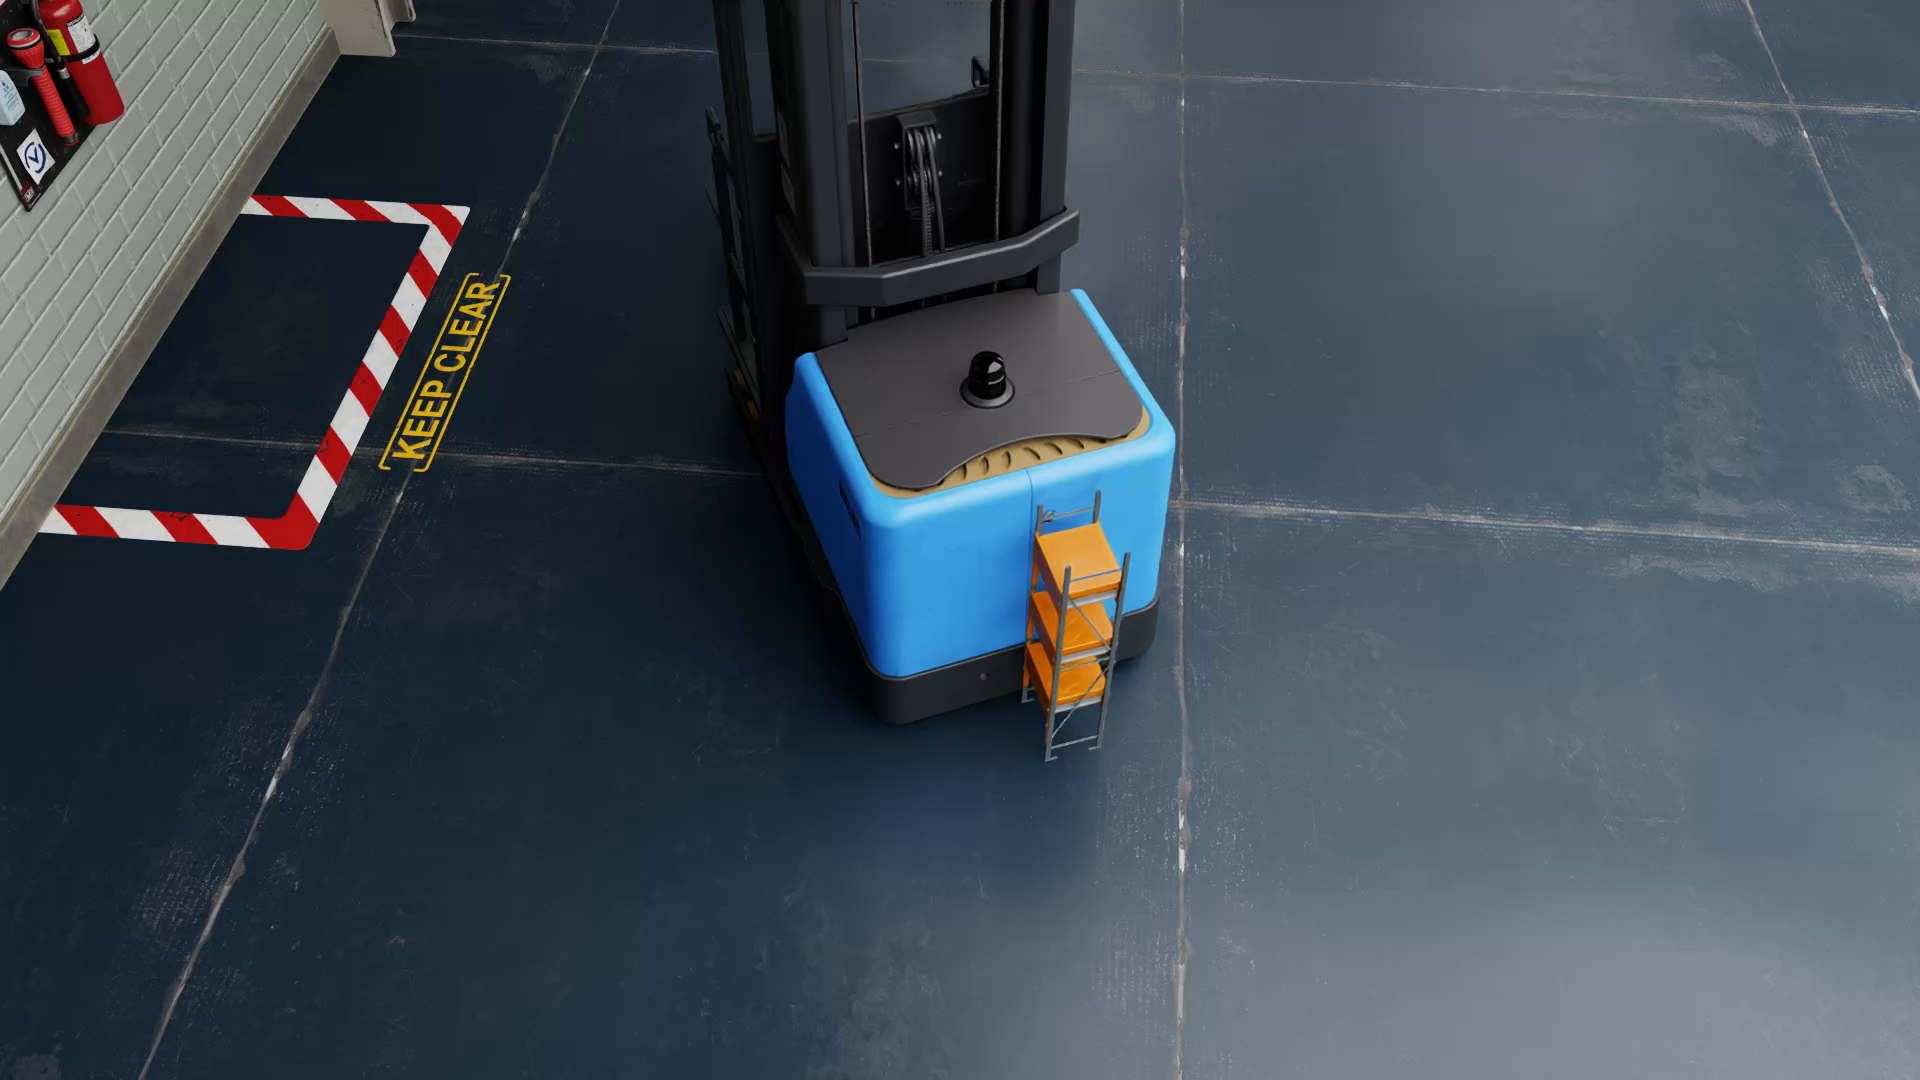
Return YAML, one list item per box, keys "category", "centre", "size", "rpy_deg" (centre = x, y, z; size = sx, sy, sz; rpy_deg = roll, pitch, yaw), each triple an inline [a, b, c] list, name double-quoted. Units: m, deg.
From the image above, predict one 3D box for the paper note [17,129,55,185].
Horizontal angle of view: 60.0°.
- category: "paper note"
  centre: [-3.390, -1.408, 6.102]
  size: [0.016, 0.148, 0.142]
  rpy_deg: [4, 48, 4]

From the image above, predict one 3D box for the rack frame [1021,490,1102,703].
- category: "rack frame"
  centre: [0.316, 0.206, 5.331]
  size: [0.200, 1.050, 0.008]
  rpy_deg: [-13, 52, -11]

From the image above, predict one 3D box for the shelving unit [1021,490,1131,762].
- category: "shelving unit"
  centre: [0.352, 0.297, 5.258]
  size: [0.215, 1.050, 0.252]
  rpy_deg: [-13, 52, -11]

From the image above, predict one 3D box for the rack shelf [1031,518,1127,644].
- category: "rack shelf"
  centre: [0.357, 0.124, 5.046]
  size: [0.215, 0.259, 0.240]
  rpy_deg: [-13, 52, -11]

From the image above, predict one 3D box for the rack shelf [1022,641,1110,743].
- category: "rack shelf"
  centre: [0.347, 0.479, 5.482]
  size: [0.215, 0.259, 0.240]
  rpy_deg: [-13, 52, -11]

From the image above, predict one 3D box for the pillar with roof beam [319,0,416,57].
- category: "pillar with roof beam"
  centre: [1.246, -5.379, 5.071]
  size: [9.100, 9.000, 0.400]
  rpy_deg: [4, 48, 4]

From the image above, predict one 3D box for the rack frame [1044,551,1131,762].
- category: "rack frame"
  centre: [0.388, 0.387, 5.185]
  size: [0.200, 1.050, 0.008]
  rpy_deg: [-13, 52, -11]

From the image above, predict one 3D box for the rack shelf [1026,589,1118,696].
- category: "rack shelf"
  centre: [0.352, 0.303, 5.266]
  size: [0.215, 0.259, 0.240]
  rpy_deg: [-13, 52, -11]

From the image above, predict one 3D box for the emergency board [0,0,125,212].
- category: "emergency board"
  centre: [-3.305, -1.830, 5.891]
  size: [0.194, 1.169, 0.643]
  rpy_deg: [4, 48, 4]

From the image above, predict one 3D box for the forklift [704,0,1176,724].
- category: "forklift"
  centre: [-0.299, -1.482, 5.619]
  size: [1.130, 2.935, 3.031]
  rpy_deg: [-15, 49, -13]
